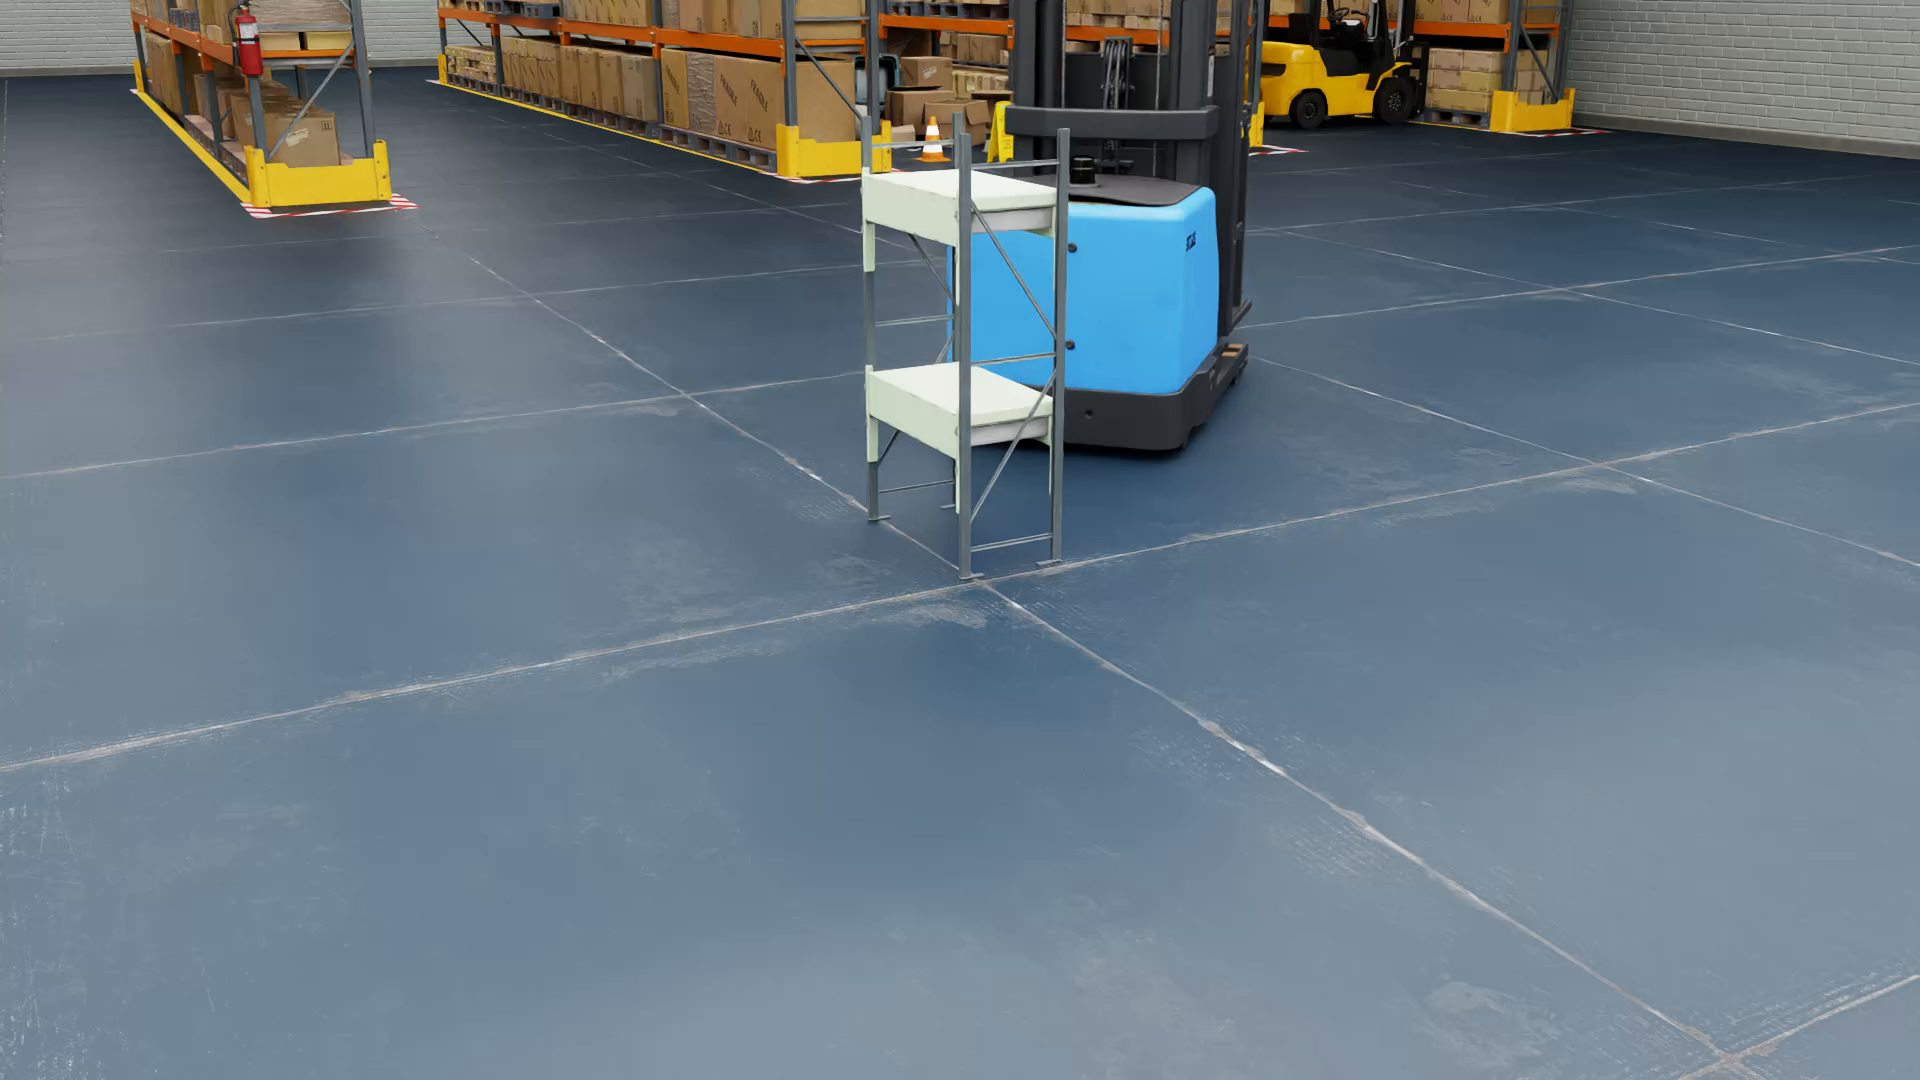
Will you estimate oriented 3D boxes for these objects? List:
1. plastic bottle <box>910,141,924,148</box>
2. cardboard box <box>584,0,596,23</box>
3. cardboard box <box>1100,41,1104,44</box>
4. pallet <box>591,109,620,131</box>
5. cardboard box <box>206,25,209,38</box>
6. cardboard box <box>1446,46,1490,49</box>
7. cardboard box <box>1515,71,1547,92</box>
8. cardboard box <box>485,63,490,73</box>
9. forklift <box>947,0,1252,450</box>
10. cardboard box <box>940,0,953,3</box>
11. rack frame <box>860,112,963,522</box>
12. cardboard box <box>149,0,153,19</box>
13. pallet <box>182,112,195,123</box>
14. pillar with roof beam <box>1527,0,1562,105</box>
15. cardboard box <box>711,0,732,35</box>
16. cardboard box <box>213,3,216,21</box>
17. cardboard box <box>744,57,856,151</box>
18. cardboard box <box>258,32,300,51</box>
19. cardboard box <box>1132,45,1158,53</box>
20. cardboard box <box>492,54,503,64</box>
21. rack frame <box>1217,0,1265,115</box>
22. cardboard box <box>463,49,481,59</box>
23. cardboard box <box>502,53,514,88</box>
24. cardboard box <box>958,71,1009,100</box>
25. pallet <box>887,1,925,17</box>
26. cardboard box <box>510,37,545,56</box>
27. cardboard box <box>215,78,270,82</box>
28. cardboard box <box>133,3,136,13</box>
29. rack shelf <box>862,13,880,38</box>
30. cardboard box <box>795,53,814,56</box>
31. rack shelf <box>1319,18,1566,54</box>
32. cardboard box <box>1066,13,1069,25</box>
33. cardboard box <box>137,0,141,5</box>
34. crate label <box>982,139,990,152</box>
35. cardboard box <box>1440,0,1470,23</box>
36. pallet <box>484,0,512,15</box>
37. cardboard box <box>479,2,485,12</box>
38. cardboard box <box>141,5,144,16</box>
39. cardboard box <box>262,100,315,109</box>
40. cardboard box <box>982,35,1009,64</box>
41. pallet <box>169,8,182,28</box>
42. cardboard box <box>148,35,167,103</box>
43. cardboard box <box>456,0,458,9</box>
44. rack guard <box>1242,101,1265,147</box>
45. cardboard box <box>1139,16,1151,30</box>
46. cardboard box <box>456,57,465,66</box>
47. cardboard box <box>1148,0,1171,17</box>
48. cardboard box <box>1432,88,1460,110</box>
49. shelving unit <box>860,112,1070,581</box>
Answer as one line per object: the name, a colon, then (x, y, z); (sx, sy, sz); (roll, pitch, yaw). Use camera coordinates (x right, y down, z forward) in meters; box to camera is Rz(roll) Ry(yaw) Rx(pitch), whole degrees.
plastic bottle: (-0.523, -4.612, 19.403); (0.283, 0.061, 0.133); (16, 25, 39)
cardboard box: (-4.631, -7.069, 21.865); (0.500, 0.500, 0.500); (-10, 21, -27)
cardboard box: (2.681, -8.785, 29.185); (0.380, 0.149, 0.250); (-10, 22, -27)
pallet: (-4.206, -5.577, 21.969); (1.003, 0.211, 1.213); (-10, 21, -27)
cardboard box: (-7.515, -5.227, 17.066); (0.380, 0.149, 0.250); (-10, 21, -27)
cardboard box: (6.854, -6.579, 22.636); (0.500, 0.250, 0.500); (-10, 21, -27)
cardboard box: (7.344, -6.054, 21.883); (0.500, 0.250, 0.500); (-10, 21, -26)
cardboard box: (-7.558, -7.739, 27.232); (0.380, 0.149, 0.250); (-11, 22, -29)
forklift: (0.862, -2.208, 8.036); (1.130, 2.935, 3.031); (6, 20, 17)
cardboard box: (-0.065, -7.765, 23.776); (0.380, 0.149, 0.250); (-9, 21, -25)
rack frame: (-0.171, -0.812, 6.186); (0.400, 1.500, 0.023); (-10, 21, -27)
cardboard box: (-11.164, -7.624, 23.474); (0.500, 0.500, 0.500); (-10, 21, -27)
pallet: (-9.810, -5.663, 22.220); (1.003, 0.211, 1.213); (-10, 21, -27)
pillar with roof beam: (4.058, -9.260, 19.173); (9.100, 9.000, 0.400); (-10, 21, -27)
cardboard box: (-2.230, -5.837, 18.219); (0.875, 0.550, 0.500); (-10, 21, -27)
cardboard box: (-6.911, -5.367, 16.478); (0.875, 0.500, 0.500); (-10, 21, -27)
cardboard box: (-1.671, -4.565, 17.375); (0.875, 0.875, 0.875); (-10, 21, -26)
cardboard box: (-6.020, -4.378, 14.606); (0.380, 0.149, 0.250); (-10, 21, -27)
cardboard box: (2.175, -5.826, 19.845); (0.380, 0.149, 0.250); (-9, 21, -25)
cardboard box: (-7.387, -7.825, 27.024); (0.380, 0.149, 0.250); (-9, 21, -25)
rack frame: (3.018, -5.982, 18.869); (1.000, 3.000, 0.127); (-10, 21, -27)
cardboard box: (-8.296, -8.334, 28.498); (0.380, 0.149, 0.250); (-10, 21, -26)
cardboard box: (-6.871, -7.395, 26.151); (0.500, 0.500, 0.500); (-9, 21, -25)
cardboard box: (0.523, -6.443, 23.588); (0.950, 0.372, 0.625); (-9, 21, -23)
pallet: (-0.349, -8.000, 25.010); (1.213, 0.211, 1.003); (-10, 21, -27)
cardboard box: (-6.615, -7.597, 25.587); (0.500, 0.250, 0.500); (-9, 21, -25)
cardboard box: (-8.617, -5.262, 19.939); (0.700, 0.500, 0.500); (-8, 21, -22)
cardboard box: (-12.933, -8.474, 26.474); (0.380, 0.149, 0.250); (-10, 22, -28)
rack shelf: (-1.731, -8.513, 27.305); (1.077, 0.370, 4.000); (-10, 21, -27)
cardboard box: (-2.316, -8.455, 28.650); (0.875, 0.875, 0.875); (-9, 21, -25)
rack shelf: (6.435, -6.986, 22.881); (1.077, 0.370, 4.000); (-10, 21, -27)
cardboard box: (1.545, -6.587, 21.008); (0.380, 0.149, 0.250); (-10, 21, -27)
cardboard box: (-12.333, -8.342, 25.483); (0.500, 0.250, 0.500); (-10, 21, -26)
crate label: (0.435, -4.499, 18.959); (0.298, 0.136, 0.250); (11, 22, 30)
cardboard box: (6.682, -7.050, 21.811); (0.500, 0.500, 0.500); (-9, 21, -25)
pallet: (-6.754, -8.298, 25.876); (1.003, 0.211, 1.213); (-10, 21, -27)
cardboard box: (-7.549, -8.615, 26.884); (0.380, 0.149, 0.250); (-11, 22, -28)
cardboard box: (-12.079, -7.957, 24.978); (0.380, 0.149, 0.250); (-10, 22, -28)
cardboard box: (-6.806, -4.162, 16.782); (0.500, 0.500, 0.500); (-12, 22, -31)
cardboard box: (0.858, -9.622, 32.606); (0.700, 0.500, 0.500); (-11, 22, -29)
pallet: (-9.070, -6.465, 20.562); (1.213, 0.211, 1.003); (-10, 21, -27)
cardboard box: (-10.655, -6.649, 23.415); (1.225, 0.875, 0.875); (-11, 22, -29)
cardboard box: (-8.541, -9.311, 28.902); (0.380, 0.149, 0.250); (-9, 21, -24)
rack guard: (2.982, -4.822, 19.340); (1.175, 0.500, 0.348); (-10, 21, -27)
cardboard box: (2.331, -6.070, 19.508); (0.380, 0.149, 0.250); (-10, 22, -28)
cardboard box: (-8.565, -8.346, 28.991); (0.380, 0.149, 0.250); (-9, 21, -25)
cardboard box: (2.518, -6.283, 19.132); (0.500, 0.500, 0.500); (-10, 22, -28)
cardboard box: (6.656, -5.881, 22.147); (0.500, 0.250, 0.500); (-10, 21, -27)
shelving unit: (0.003, -0.707, 5.881); (0.431, 1.500, 0.755); (-10, 21, -27)
